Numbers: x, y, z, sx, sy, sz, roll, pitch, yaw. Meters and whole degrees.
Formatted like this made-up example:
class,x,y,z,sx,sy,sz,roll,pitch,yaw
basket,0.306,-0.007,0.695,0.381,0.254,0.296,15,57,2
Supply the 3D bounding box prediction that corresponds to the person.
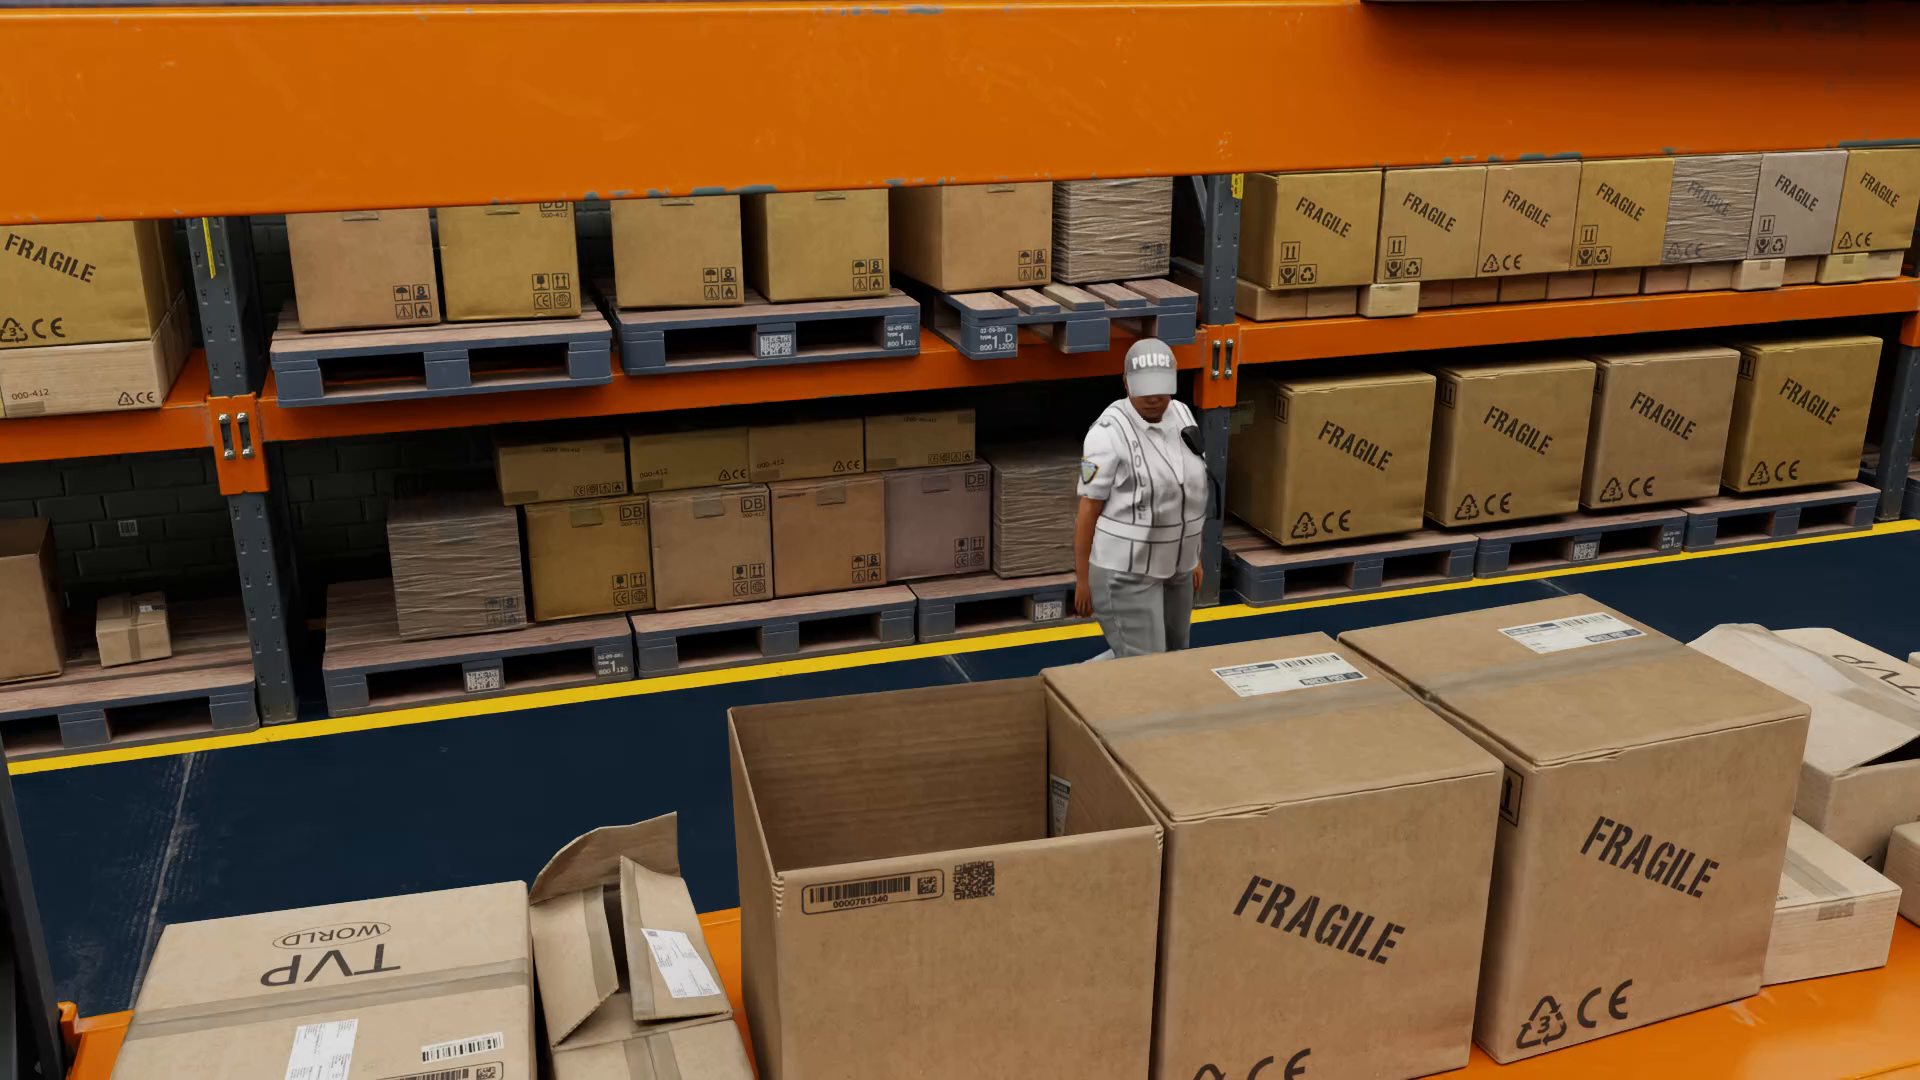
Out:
class,x,y,z,sx,sy,sz,roll,pitch,yaw
person,0.624,0.082,5.820,0.503,1.639,0.775,-17,26,-40
